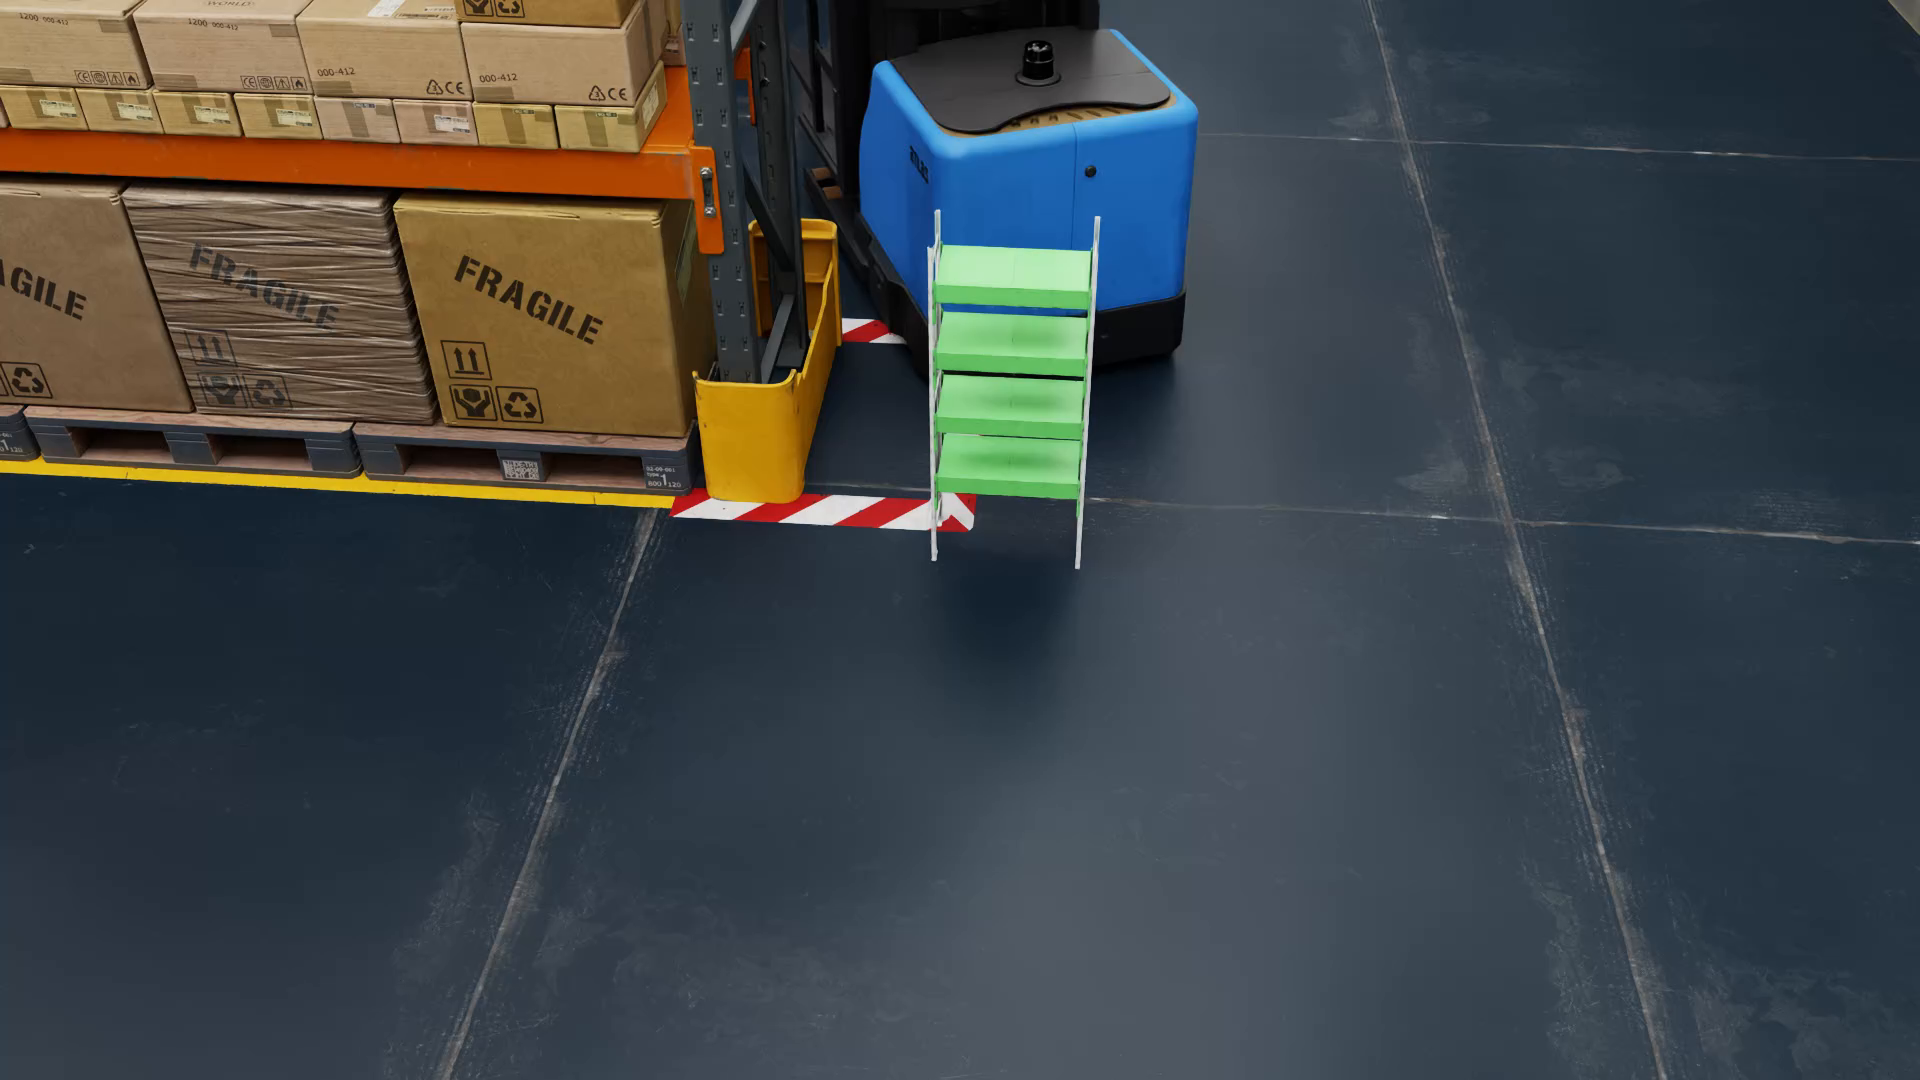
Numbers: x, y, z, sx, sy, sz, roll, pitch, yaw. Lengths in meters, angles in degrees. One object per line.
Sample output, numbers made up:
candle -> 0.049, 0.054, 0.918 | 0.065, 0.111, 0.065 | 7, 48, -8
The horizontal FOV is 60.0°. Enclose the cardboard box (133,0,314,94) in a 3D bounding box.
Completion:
cardboard box -> -2.235, -1.639, 5.271 | 0.500, 0.250, 0.500 | 2, 39, 2

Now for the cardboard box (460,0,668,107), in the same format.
cardboard box -> -1.222, -1.583, 5.202 | 0.500, 0.250, 0.500 | 3, 39, 3

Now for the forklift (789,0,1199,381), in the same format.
forklift -> -0.076, -2.637, 6.668 | 1.130, 2.935, 3.031 | -12, 41, -15

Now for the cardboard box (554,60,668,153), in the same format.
cardboard box -> -1.100, -1.382, 5.270 | 0.250, 0.149, 0.380 | 4, 39, 5

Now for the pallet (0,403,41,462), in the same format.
pallet -> -3.951, -0.712, 6.458 | 1.213, 0.211, 1.003 | 3, 39, 4

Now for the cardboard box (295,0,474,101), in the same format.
cardboard box -> -1.728, -1.611, 5.237 | 0.500, 0.250, 0.500 | 2, 39, 3

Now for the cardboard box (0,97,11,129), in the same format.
cardboard box -> -3.144, -1.492, 5.405 | 0.250, 0.149, 0.380 | 4, 39, 4

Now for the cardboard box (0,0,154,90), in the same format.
cardboard box -> -2.754, -1.665, 5.302 | 0.500, 0.250, 0.500 | 3, 39, 4

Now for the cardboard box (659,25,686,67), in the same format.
cardboard box -> -1.042, -1.796, 5.779 | 0.250, 0.149, 0.380 | 4, 39, 4

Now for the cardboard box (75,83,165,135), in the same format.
cardboard box -> -2.623, -1.465, 5.373 | 0.250, 0.149, 0.380 | 4, 39, 5

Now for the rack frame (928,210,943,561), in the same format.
rack frame -> -0.078, -0.470, 5.376 | 0.015, 1.200, 0.240 | 3, 39, 4

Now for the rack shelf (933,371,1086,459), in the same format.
rack shelf -> 0.165, -0.407, 5.400 | 0.480, 0.148, 0.258 | 3, 39, 4

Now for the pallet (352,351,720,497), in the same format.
pallet -> -1.520, -0.579, 6.295 | 1.213, 0.211, 1.003 | 3, 39, 4

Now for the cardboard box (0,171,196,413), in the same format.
cardboard box -> -3.154, -1.088, 6.061 | 0.875, 0.875, 0.875 | 3, 39, 4

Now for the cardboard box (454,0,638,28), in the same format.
cardboard box -> -1.225, -1.876, 4.968 | 0.500, 0.500, 0.500 | 4, 39, 4

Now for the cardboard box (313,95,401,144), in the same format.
cardboard box -> -1.859, -1.423, 5.321 | 0.250, 0.149, 0.380 | 4, 39, 5

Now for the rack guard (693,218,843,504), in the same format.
rack guard -> -0.693, -0.696, 6.209 | 0.348, 0.500, 1.175 | 3, 39, 4

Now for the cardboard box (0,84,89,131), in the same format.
cardboard box -> -2.883, -1.478, 5.389 | 0.250, 0.149, 0.380 | 2, 39, 3

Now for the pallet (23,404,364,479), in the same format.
pallet -> -2.732, -0.648, 6.378 | 1.213, 0.211, 1.003 | 3, 39, 4

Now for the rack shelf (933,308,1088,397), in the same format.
rack shelf -> 0.165, -0.593, 5.249 | 0.480, 0.148, 0.258 | 3, 39, 4

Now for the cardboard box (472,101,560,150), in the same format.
cardboard box -> -1.359, -1.395, 5.286 | 0.250, 0.149, 0.380 | 4, 39, 4

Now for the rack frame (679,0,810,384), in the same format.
rack frame -> -0.717, -1.667, 5.421 | 0.127, 3.000, 1.000 | 3, 39, 4

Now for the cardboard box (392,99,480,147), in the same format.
cardboard box -> -1.610, -1.409, 5.304 | 0.250, 0.149, 0.380 | 3, 39, 4

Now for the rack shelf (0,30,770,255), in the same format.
rack shelf -> -2.709, -1.497, 5.782 | 4.000, 0.370, 1.077 | 3, 39, 4

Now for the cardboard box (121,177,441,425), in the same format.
cardboard box -> -2.268, -1.040, 6.001 | 0.875, 0.875, 0.875 | 3, 39, 4

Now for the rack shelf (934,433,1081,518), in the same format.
rack shelf -> 0.165, -0.221, 5.552 | 0.480, 0.148, 0.258 | 3, 39, 4

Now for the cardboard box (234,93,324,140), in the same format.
cardboard box -> -2.118, -1.436, 5.337 | 0.250, 0.149, 0.380 | 2, 39, 3

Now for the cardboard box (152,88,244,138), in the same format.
cardboard box -> -2.376, -1.450, 5.354 | 0.250, 0.149, 0.380 | 3, 39, 4

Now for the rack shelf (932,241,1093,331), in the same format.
rack shelf -> 0.165, -0.779, 5.097 | 0.480, 0.148, 0.258 | 3, 39, 4

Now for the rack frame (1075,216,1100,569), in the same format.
rack frame -> 0.408, -0.443, 5.344 | 0.015, 1.200, 0.240 | 3, 39, 4

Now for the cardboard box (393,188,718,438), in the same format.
cardboard box -> -1.361, -0.990, 5.941 | 0.875, 0.875, 0.875 | 3, 39, 4

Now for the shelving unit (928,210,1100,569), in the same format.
shelving unit -> 0.165, -0.456, 5.360 | 0.503, 1.200, 0.258 | 3, 39, 4

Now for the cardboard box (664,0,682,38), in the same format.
cardboard box -> -1.172, -1.920, 5.616 | 0.500, 0.250, 0.500 | 2, 39, 3
